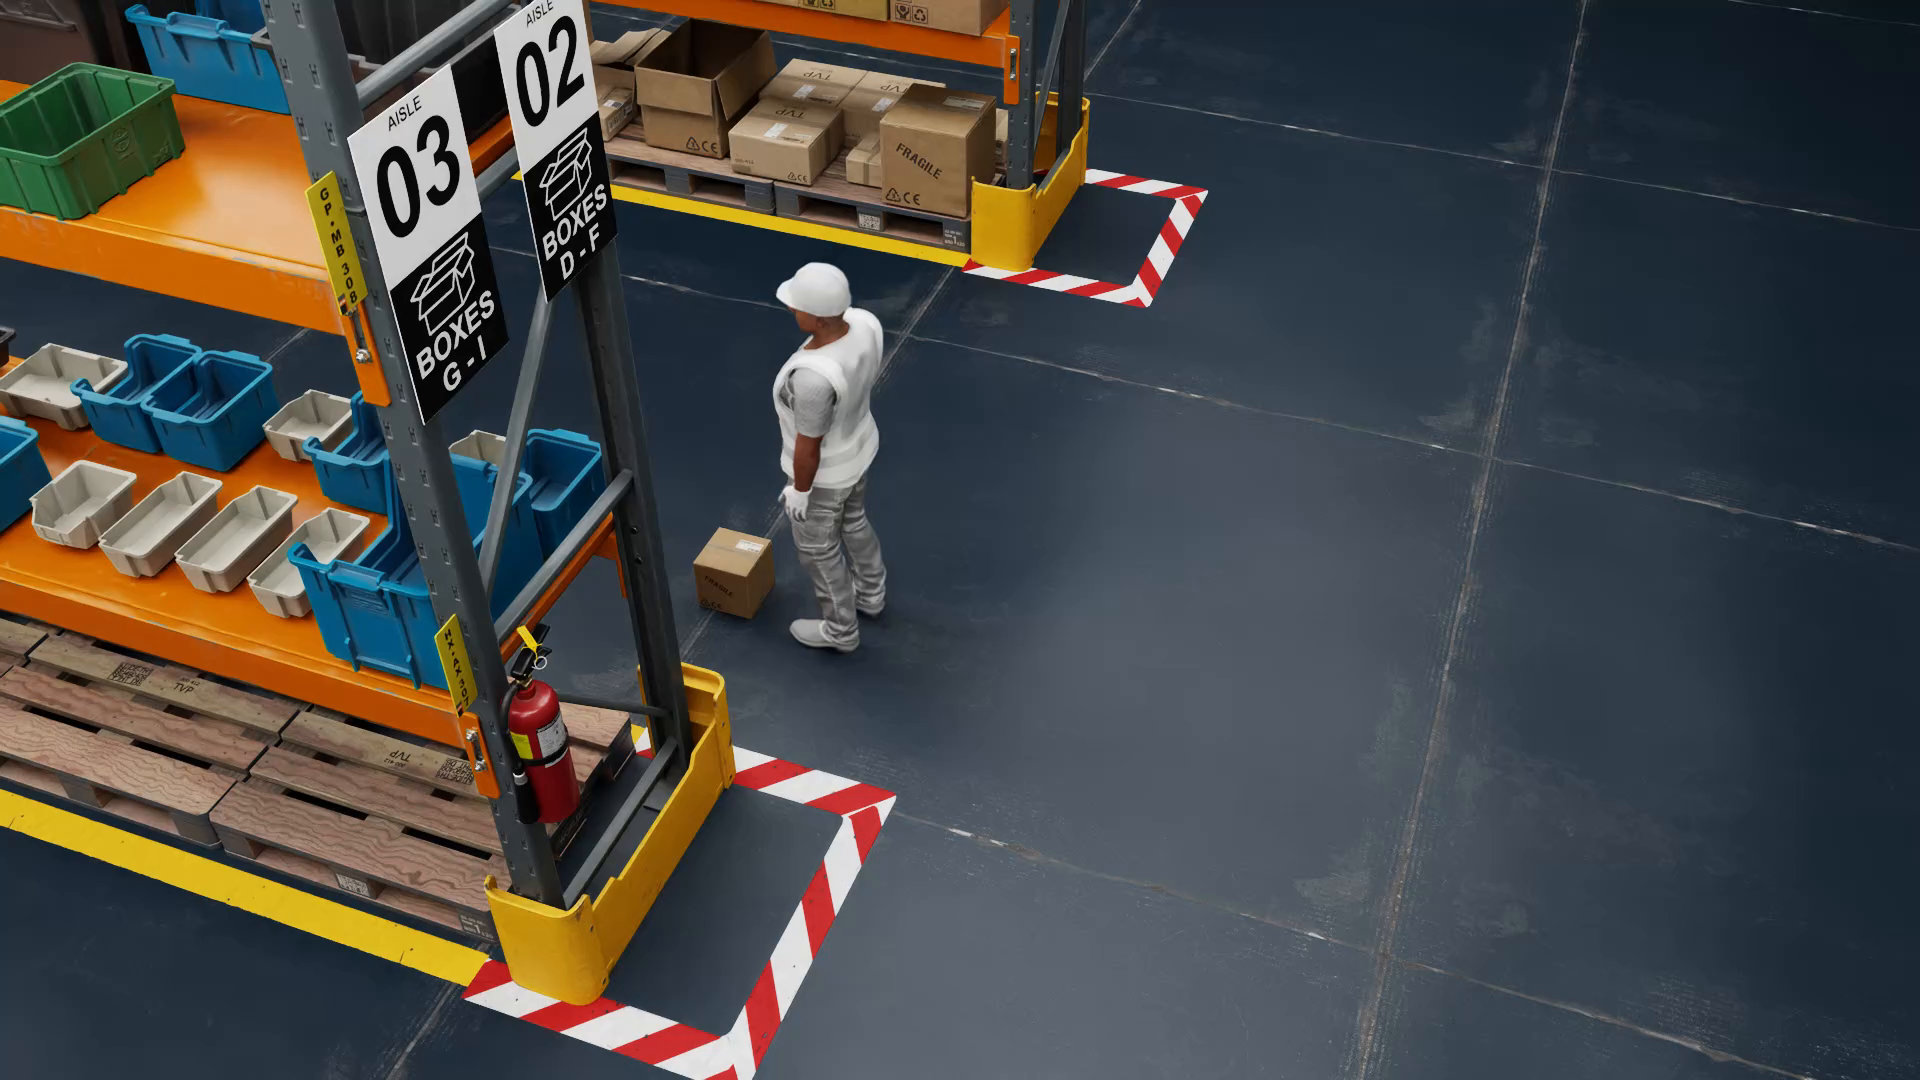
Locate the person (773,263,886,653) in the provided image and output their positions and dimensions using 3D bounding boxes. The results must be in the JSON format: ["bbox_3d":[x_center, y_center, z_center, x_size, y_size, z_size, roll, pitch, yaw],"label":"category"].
[{"bbox_3d":[-0.510,-0.308,6.498,0.354,1.779,0.546,14,43,16],"label":"person"}]
